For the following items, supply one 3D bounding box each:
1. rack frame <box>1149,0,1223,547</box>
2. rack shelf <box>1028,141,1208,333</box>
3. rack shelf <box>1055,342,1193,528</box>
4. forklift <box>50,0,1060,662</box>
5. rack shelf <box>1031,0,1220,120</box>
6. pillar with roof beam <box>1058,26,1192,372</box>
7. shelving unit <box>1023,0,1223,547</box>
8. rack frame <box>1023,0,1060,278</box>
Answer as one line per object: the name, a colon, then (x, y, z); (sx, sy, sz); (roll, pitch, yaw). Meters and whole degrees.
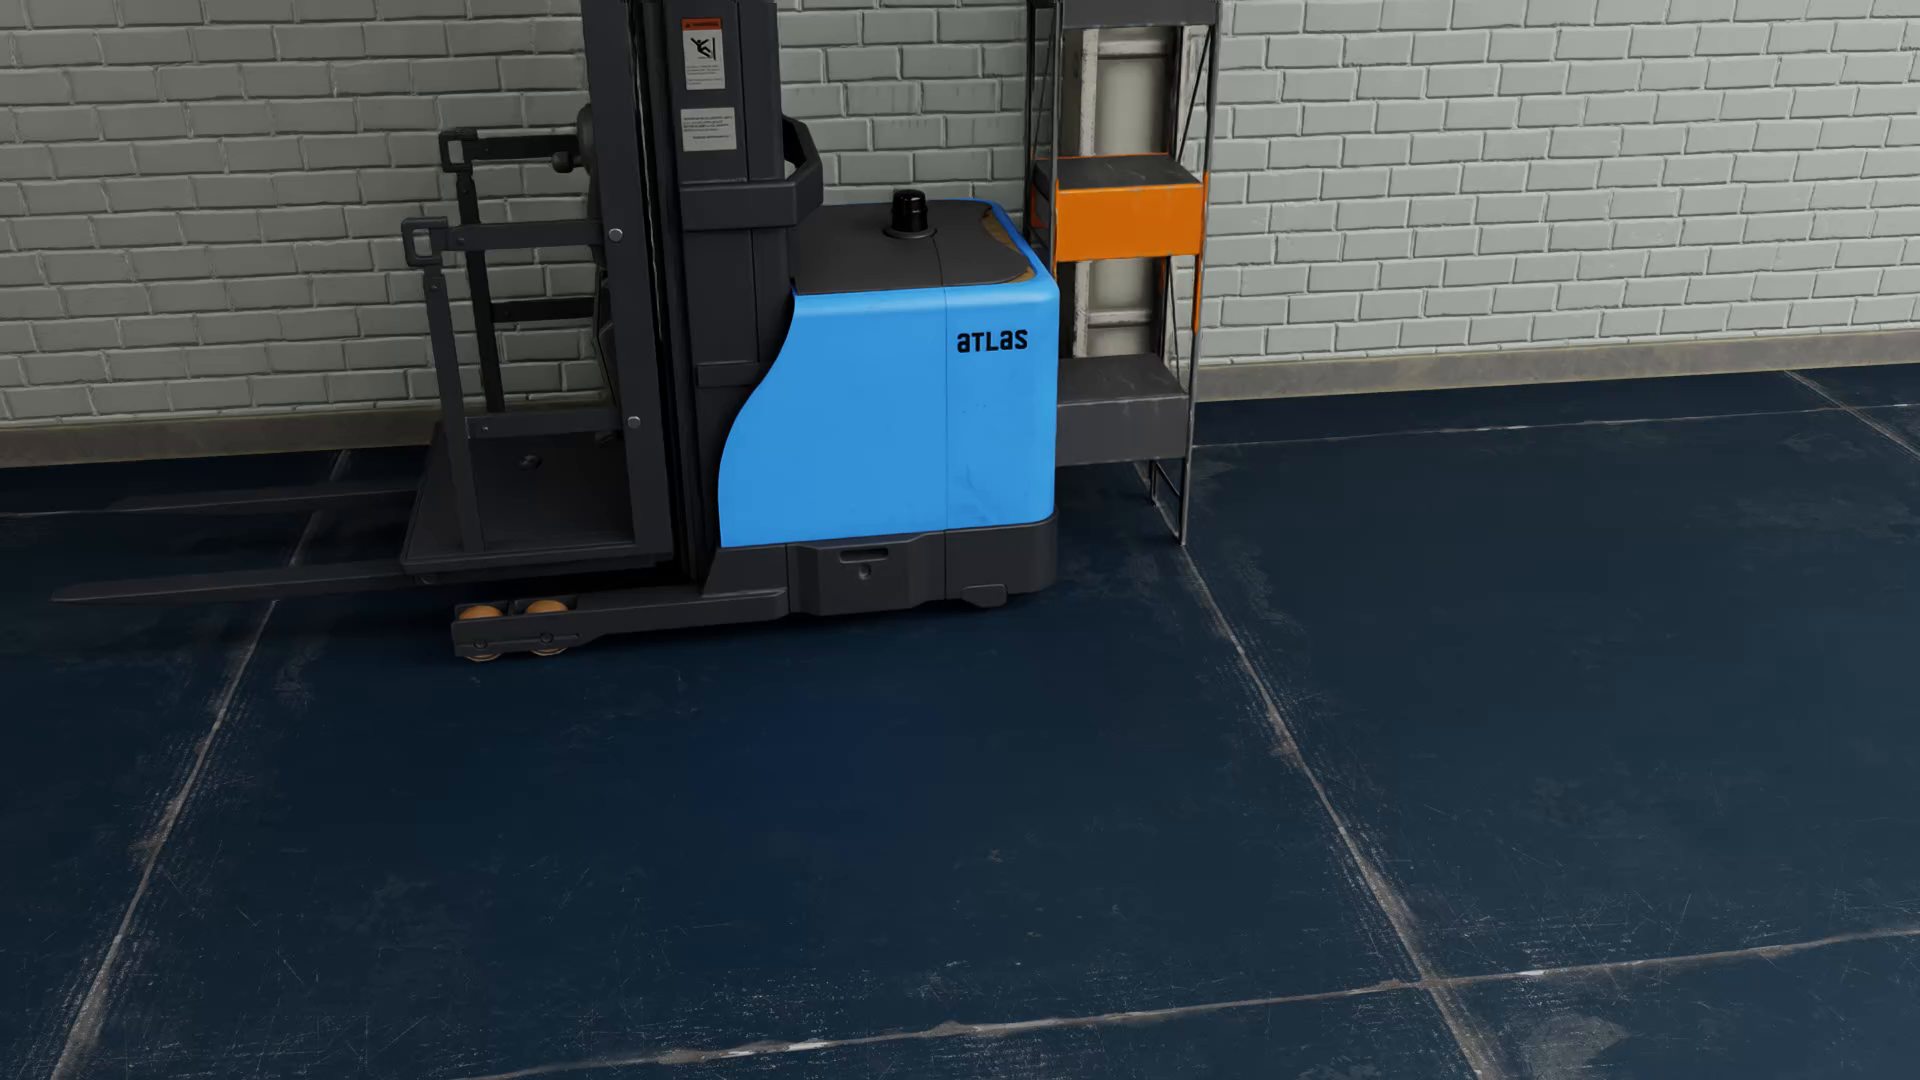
rack frame: (0.731, -1.001, 5.401); (0.015, 2.100, 0.400); (-5, 28, -9)
rack shelf: (0.491, -0.970, 5.369); (0.480, 0.518, 0.431); (-5, 28, -9)
rack shelf: (0.491, -0.347, 5.689); (0.480, 0.518, 0.431); (-5, 28, -9)
forklift: (-1.257, -1.197, 4.873); (3.031, 2.935, 1.130); (-5, 28, -9)
rack shelf: (0.491, -1.592, 5.050); (0.480, 0.518, 0.431); (-5, 28, -9)
pillar with roof beam: (1.204, -2.547, 0.856); (0.400, 9.000, 9.100); (-4, 27, -7)
shelving unit: (0.491, -0.982, 5.363); (0.503, 2.100, 0.431); (-5, 28, -9)
rack frame: (0.251, -0.962, 5.325); (0.015, 2.100, 0.400); (-5, 28, -9)
